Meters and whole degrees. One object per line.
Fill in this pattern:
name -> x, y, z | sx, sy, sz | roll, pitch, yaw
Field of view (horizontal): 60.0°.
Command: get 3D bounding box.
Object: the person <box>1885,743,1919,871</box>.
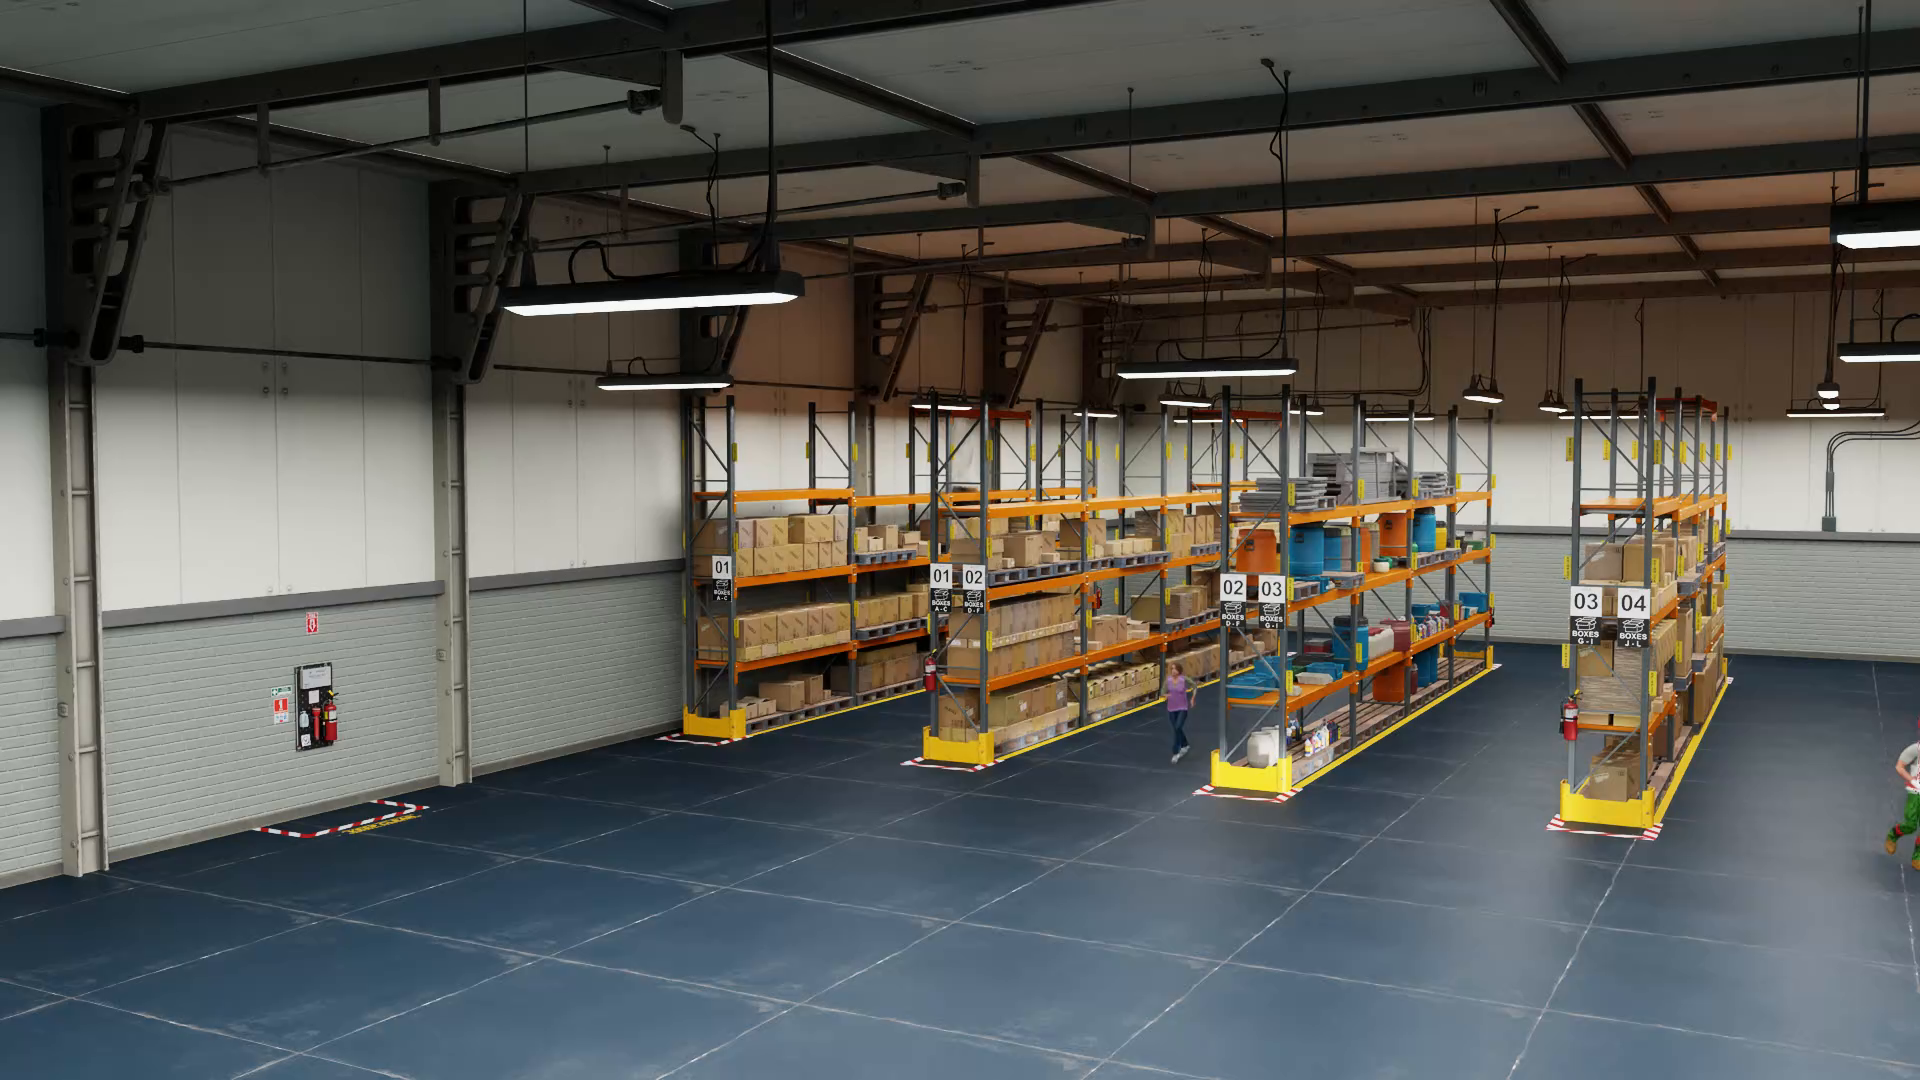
person -> 11.661, 3.070, 20.174 | 0.701, 1.756, 0.785 | 0, 3, -7

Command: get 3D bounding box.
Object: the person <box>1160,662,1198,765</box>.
person -> 3.540, 2.796, 26.942 | 0.544, 1.664, 0.754 | 2, 3, 29
